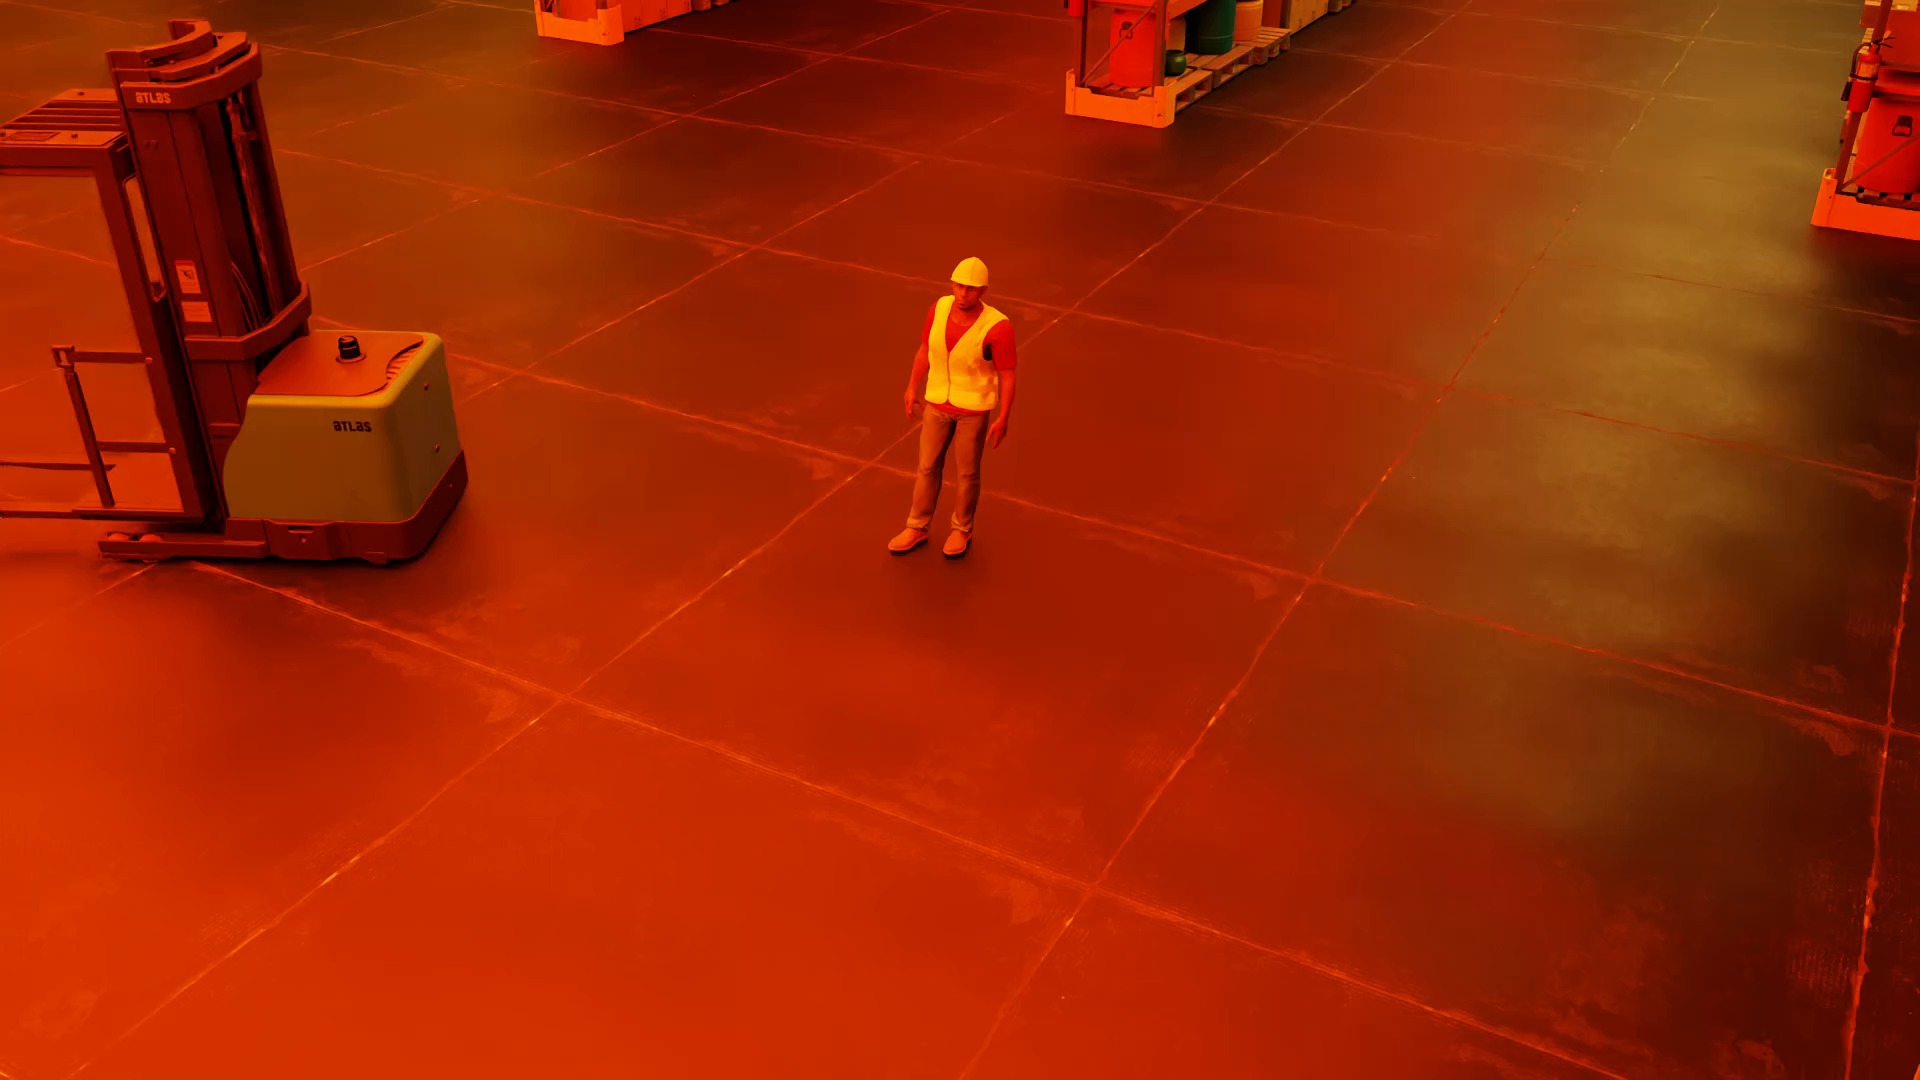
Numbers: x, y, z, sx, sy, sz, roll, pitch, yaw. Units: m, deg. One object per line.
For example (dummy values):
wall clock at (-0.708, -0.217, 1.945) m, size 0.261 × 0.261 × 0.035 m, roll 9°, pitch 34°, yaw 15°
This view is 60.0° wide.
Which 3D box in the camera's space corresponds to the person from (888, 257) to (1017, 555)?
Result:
person at (-0.039, -0.743, 9.508) m, size 0.665 × 1.765 × 0.577 m, roll 15°, pitch 33°, yaw 25°

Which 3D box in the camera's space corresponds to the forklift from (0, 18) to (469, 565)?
forklift at (-4.636, -1.397, 9.490) m, size 3.031 × 2.935 × 1.130 m, roll 2°, pitch 30°, yaw 3°
